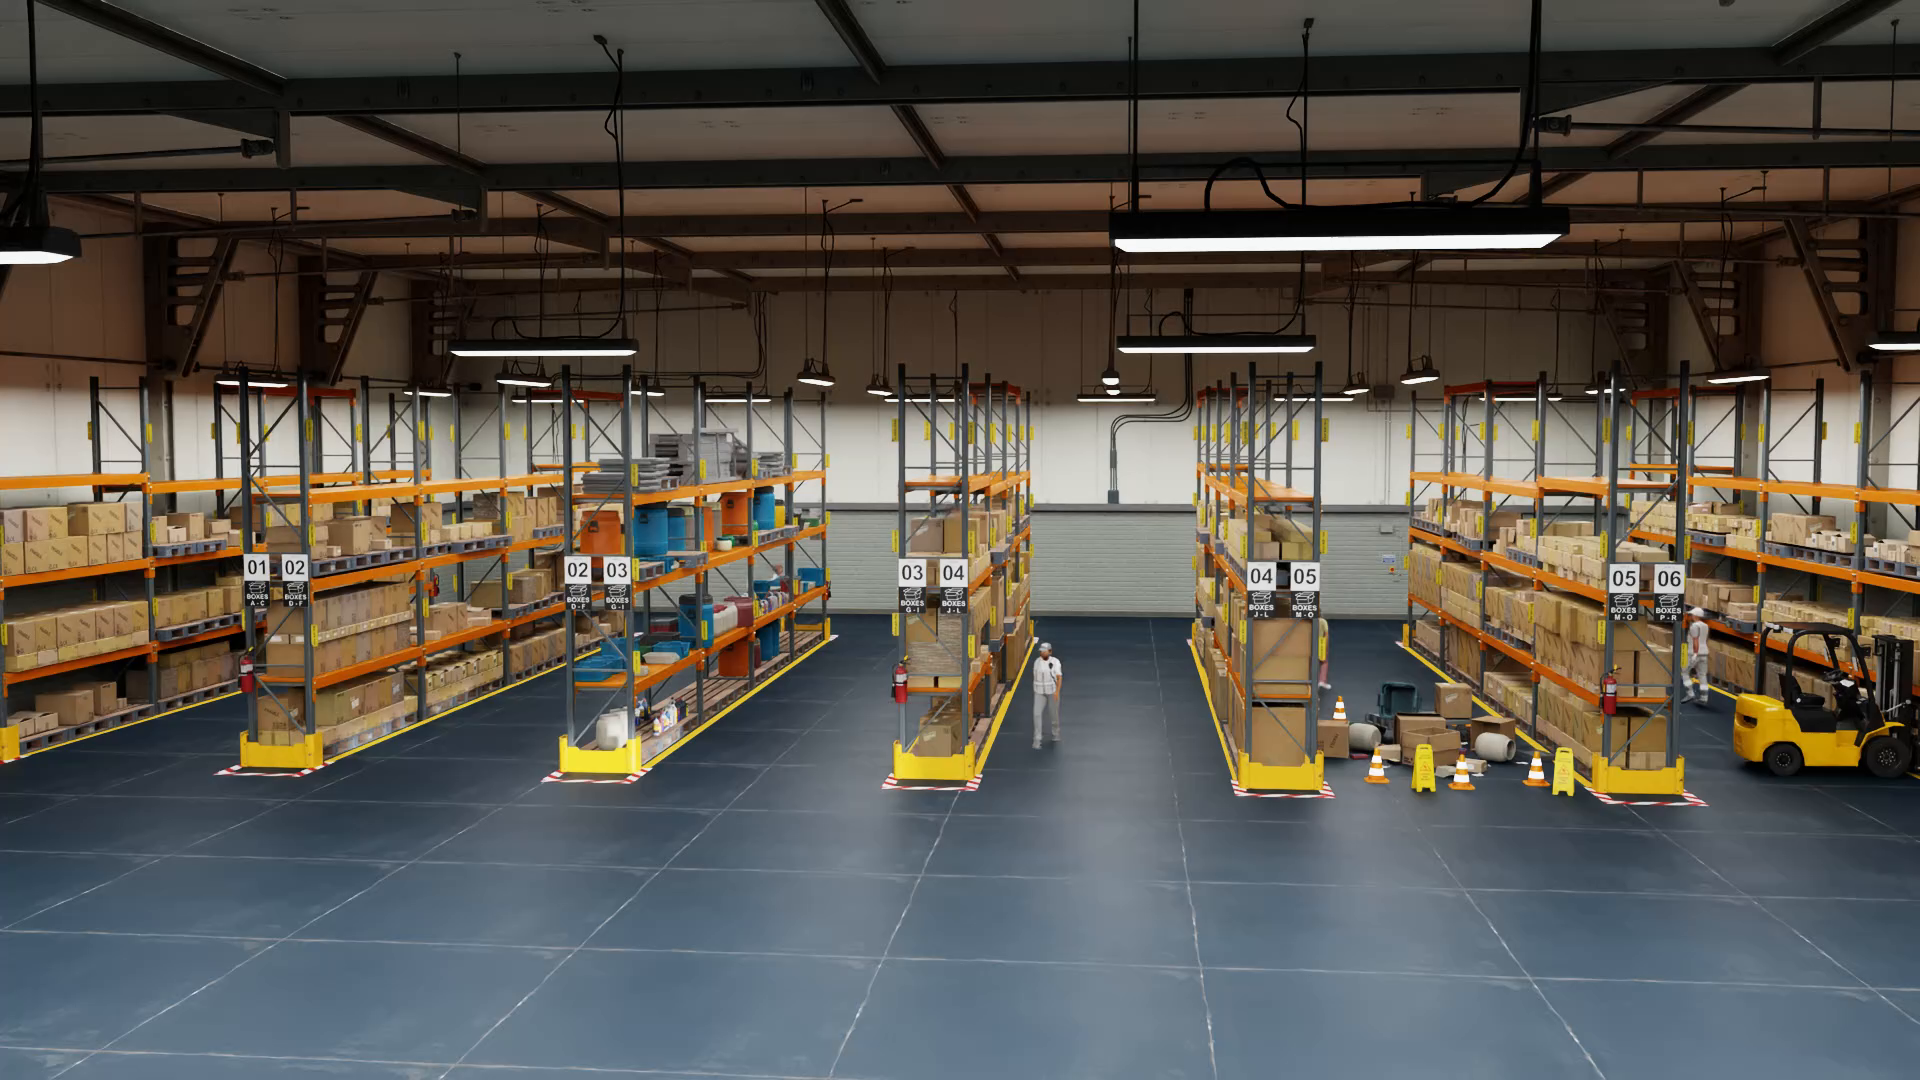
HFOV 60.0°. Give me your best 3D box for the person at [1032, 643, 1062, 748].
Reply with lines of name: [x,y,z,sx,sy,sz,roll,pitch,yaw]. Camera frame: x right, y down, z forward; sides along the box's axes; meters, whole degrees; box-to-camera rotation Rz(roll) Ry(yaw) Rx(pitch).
person: [1.390,2.469,26.695,0.507,1.644,0.858,1,4,18]

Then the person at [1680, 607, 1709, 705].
person: [13.611,2.139,30.640,0.518,1.781,0.535,-1,4,-13]

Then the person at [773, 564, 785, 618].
person: [-4.775,1.404,43.656,0.792,1.562,0.407,2,4,23]

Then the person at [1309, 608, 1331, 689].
person: [6.956,2.099,32.347,0.494,1.669,0.534,0,4,5]
